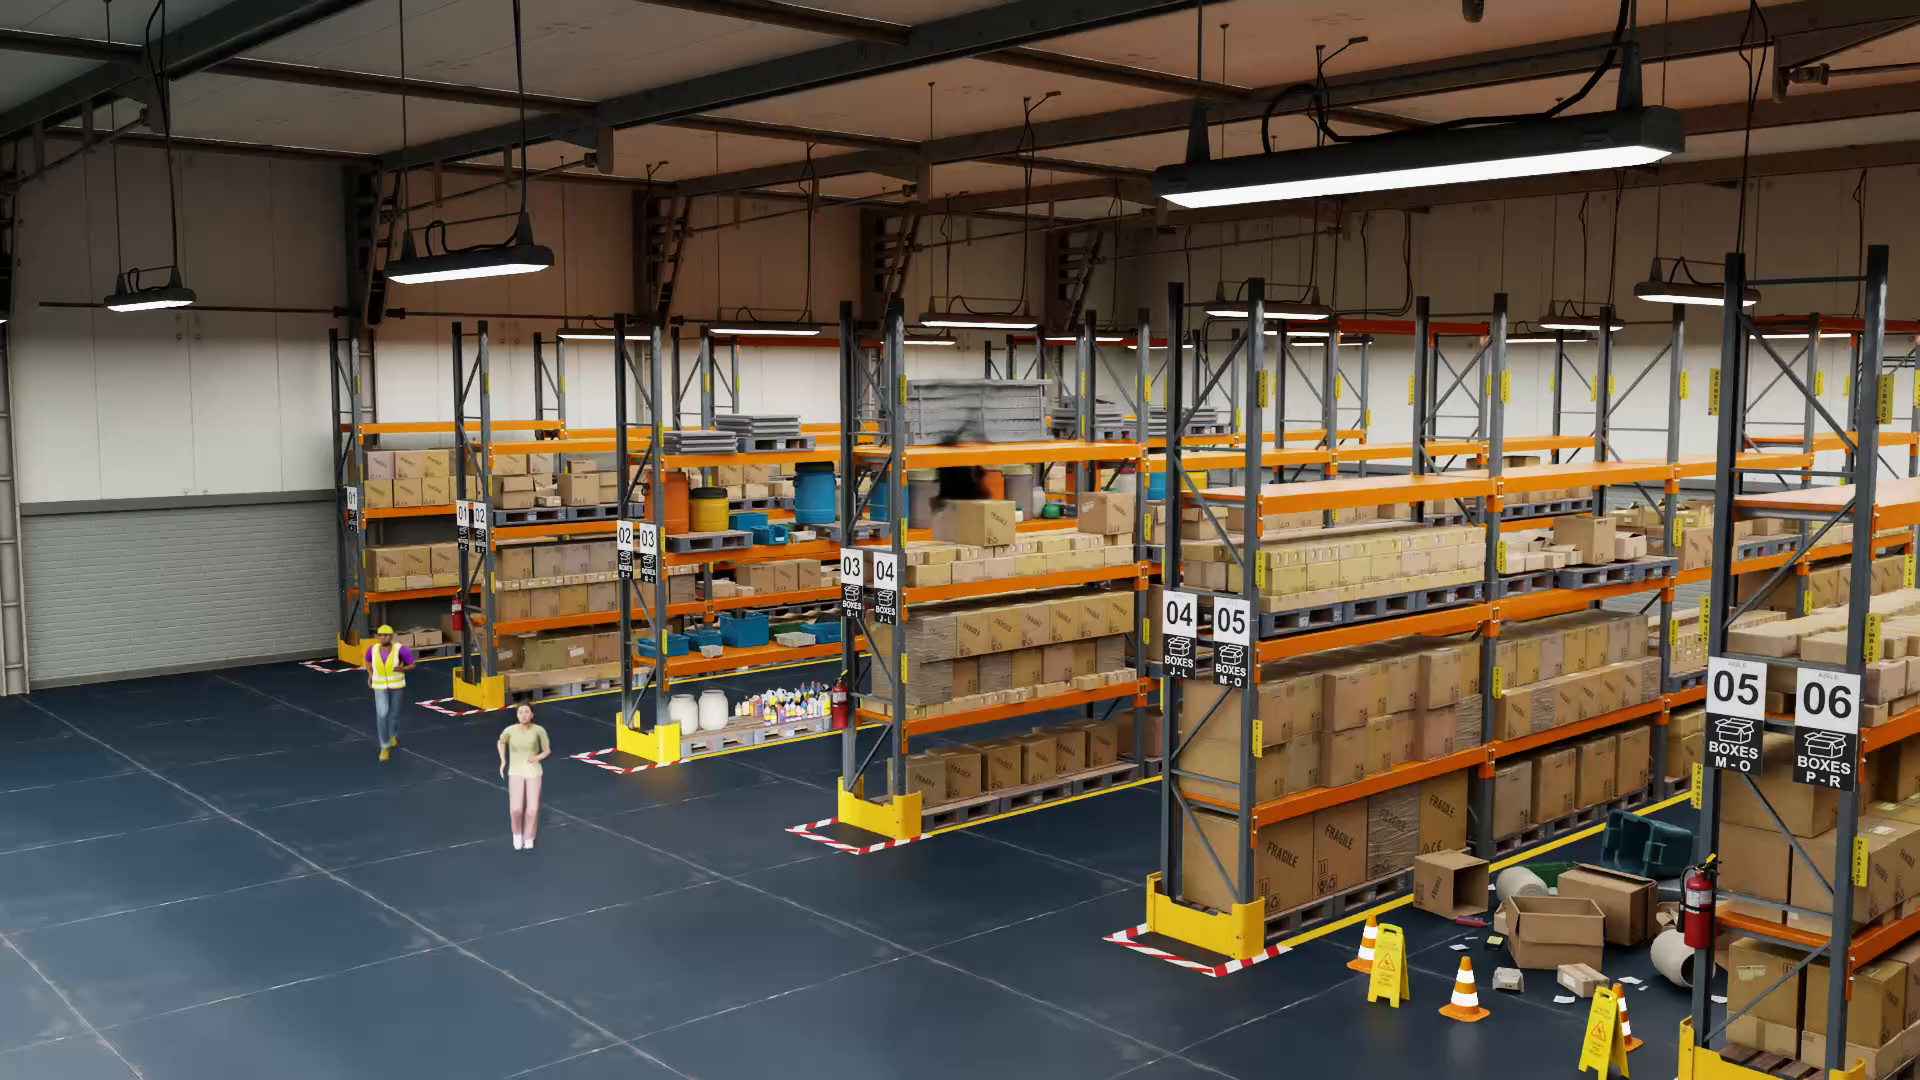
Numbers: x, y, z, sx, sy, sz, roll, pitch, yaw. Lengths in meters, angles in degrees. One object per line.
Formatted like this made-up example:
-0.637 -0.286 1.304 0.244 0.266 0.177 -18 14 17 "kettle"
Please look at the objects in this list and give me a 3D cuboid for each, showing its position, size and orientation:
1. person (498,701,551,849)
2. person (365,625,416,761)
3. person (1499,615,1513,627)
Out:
-4.716 2.559 17.997 0.554 1.635 0.613 -1 6 -13 "person"
-7.772 2.047 22.706 0.670 1.816 0.852 -2 6 -16 "person"
8.015 1.844 24.552 0.647 1.814 0.835 5 8 44 "person"
